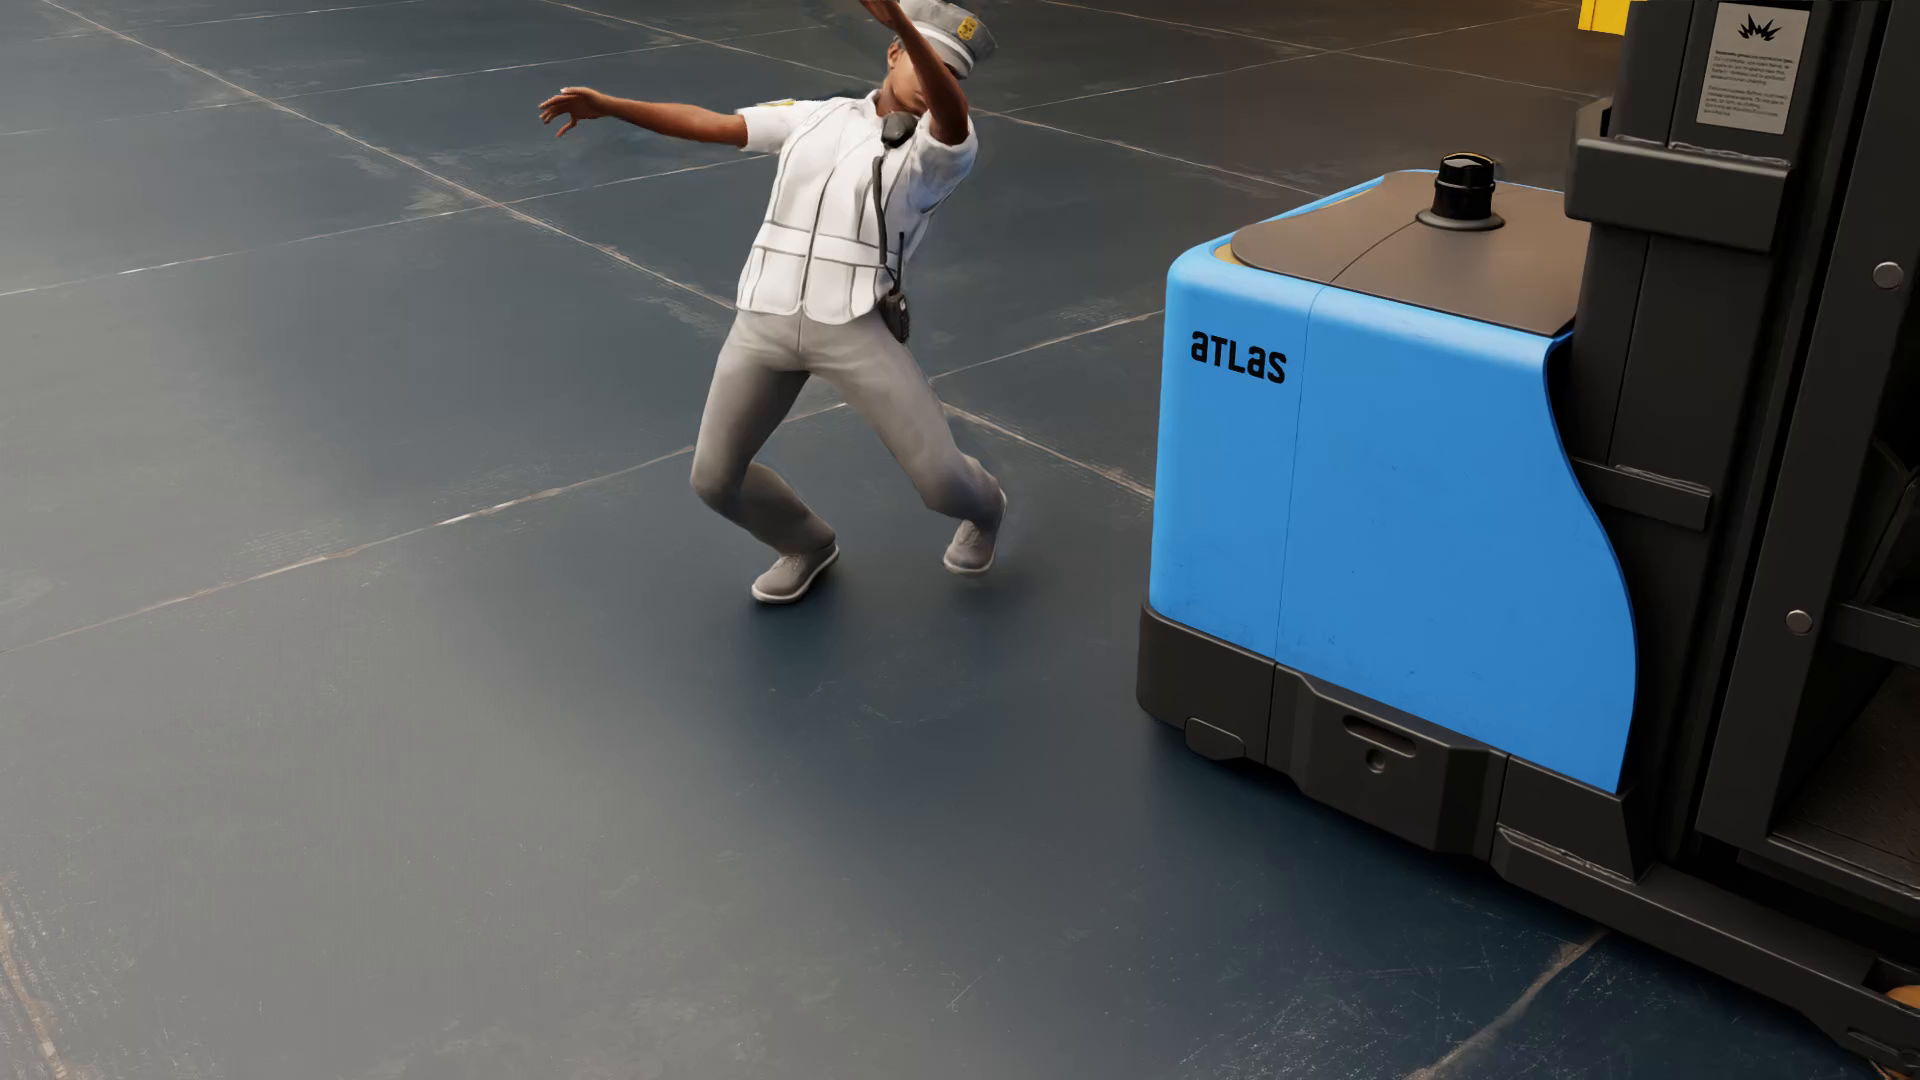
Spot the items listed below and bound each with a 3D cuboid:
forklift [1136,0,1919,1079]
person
[{"bbox_3d":[1.823,-0.625,2.463,3.031,2.935,1.130,22,34,36],"label":"forklift"},{"bbox_3d":[-0.391,-0.581,3.921,1.002,1.540,0.710,6,27,12],"label":"person"}]
